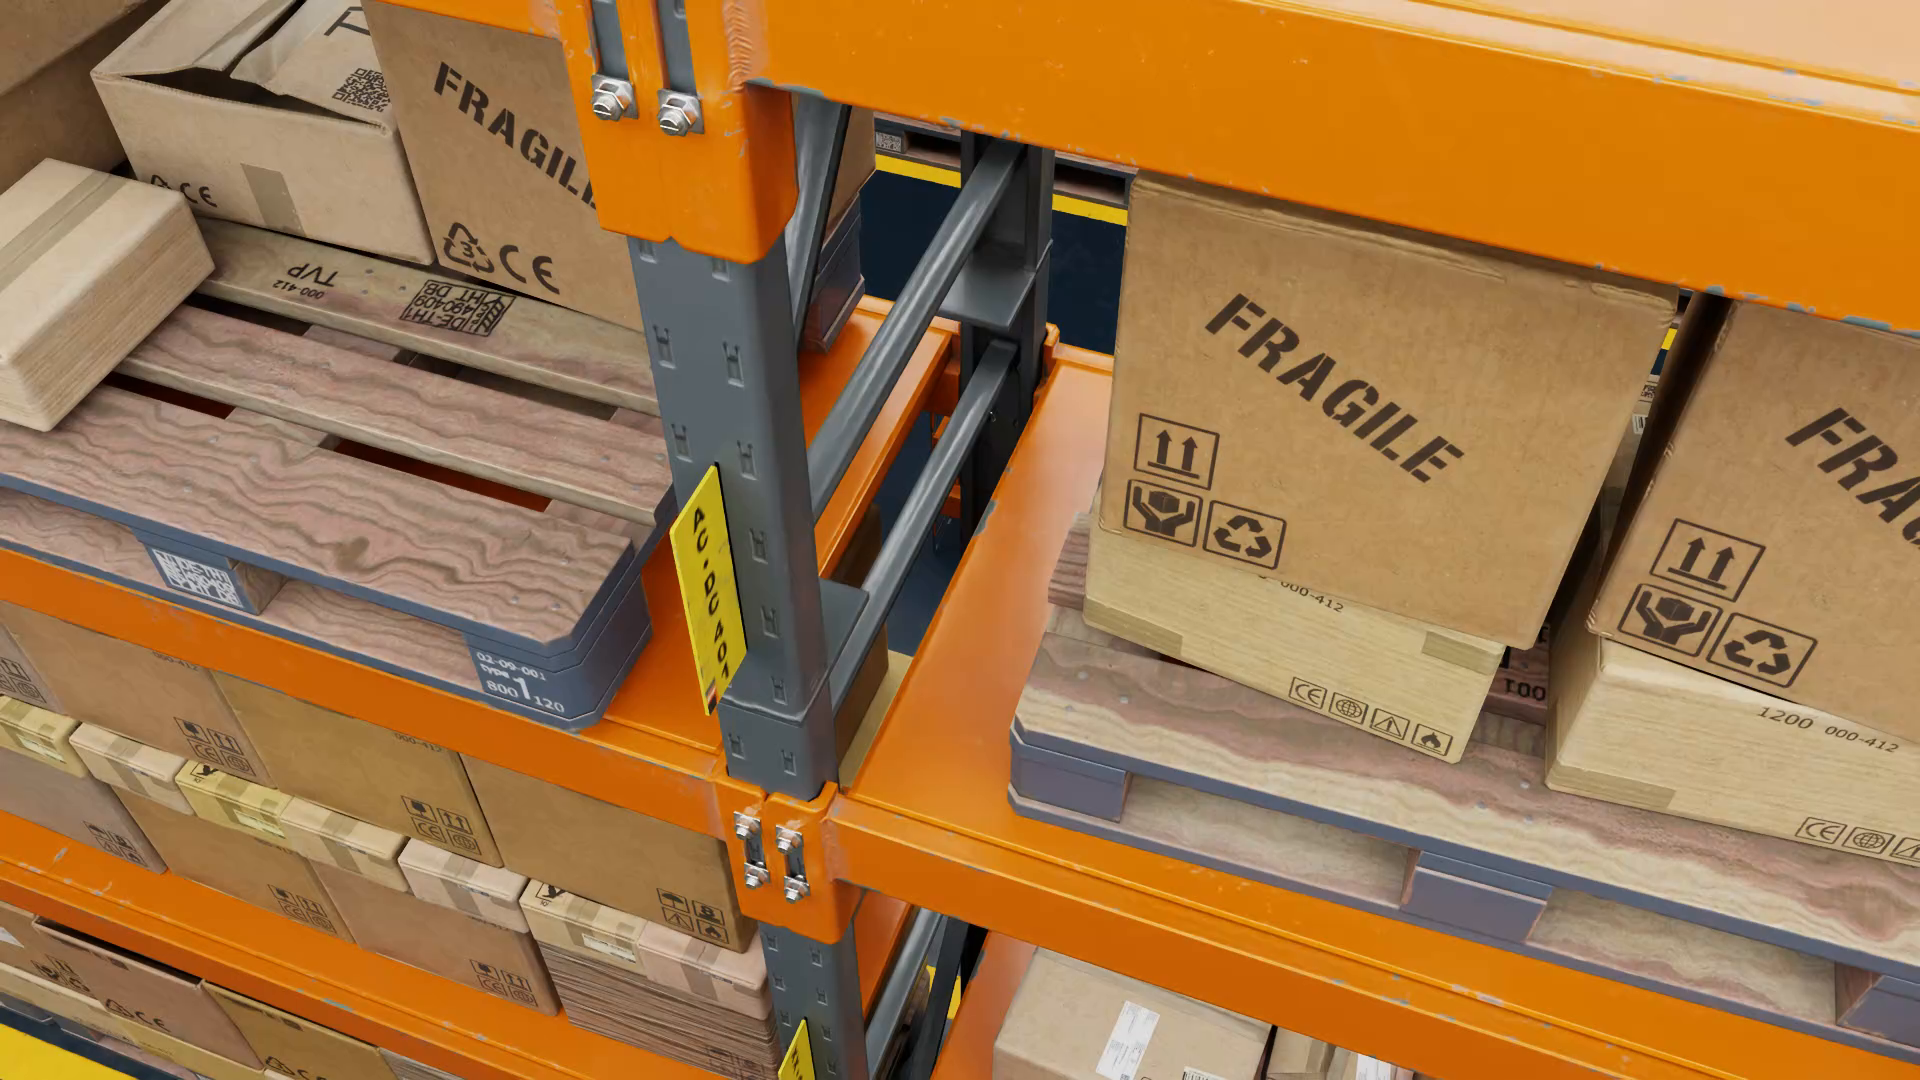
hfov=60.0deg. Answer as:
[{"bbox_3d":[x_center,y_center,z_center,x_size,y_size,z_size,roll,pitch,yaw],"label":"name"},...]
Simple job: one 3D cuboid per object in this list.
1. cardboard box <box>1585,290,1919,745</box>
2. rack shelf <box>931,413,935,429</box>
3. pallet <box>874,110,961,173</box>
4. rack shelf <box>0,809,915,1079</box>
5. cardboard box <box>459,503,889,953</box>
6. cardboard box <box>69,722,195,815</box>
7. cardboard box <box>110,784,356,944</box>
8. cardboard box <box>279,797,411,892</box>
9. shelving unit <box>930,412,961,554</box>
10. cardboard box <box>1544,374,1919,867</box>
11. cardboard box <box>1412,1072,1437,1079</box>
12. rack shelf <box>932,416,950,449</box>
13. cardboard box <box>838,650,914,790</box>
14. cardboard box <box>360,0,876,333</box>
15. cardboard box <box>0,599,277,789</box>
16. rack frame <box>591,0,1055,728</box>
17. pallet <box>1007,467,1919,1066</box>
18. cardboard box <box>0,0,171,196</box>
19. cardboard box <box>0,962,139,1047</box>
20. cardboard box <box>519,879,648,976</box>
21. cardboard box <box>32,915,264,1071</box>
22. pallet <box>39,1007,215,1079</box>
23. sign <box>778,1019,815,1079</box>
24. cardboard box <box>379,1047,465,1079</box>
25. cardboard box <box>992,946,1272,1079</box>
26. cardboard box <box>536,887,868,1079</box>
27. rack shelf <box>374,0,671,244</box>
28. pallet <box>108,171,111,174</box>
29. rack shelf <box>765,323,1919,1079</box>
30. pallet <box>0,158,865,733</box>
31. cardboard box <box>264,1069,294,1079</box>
[{"bbox_3d":[1.024,-0.148,1.733,0.500,0.500,0.500,20,52,17],"label":"cardboard box"},{"bbox_3d":[0.050,-0.509,5.635,0.240,0.259,0.215,16,51,13],"label":"rack shelf"},{"bbox_3d":[-0.161,-2.222,8.036,1.213,0.211,1.003,16,51,13],"label":"pallet"},{"bbox_3d":[-1.959,0.559,4.257,4.000,0.370,1.077,16,51,13],"label":"rack shelf"},{"bbox_3d":[-0.502,0.277,3.100,0.500,0.500,0.700,16,51,13],"label":"cardboard box"},{"bbox_3d":[-1.603,0.349,3.468,0.250,0.149,0.380,17,51,14],"label":"cardboard box"},{"bbox_3d":[-1.468,0.435,3.822,0.500,0.500,0.700,16,51,14],"label":"cardboard box"},{"bbox_3d":[-1.137,0.481,3.353,0.250,0.149,0.380,15,51,13],"label":"cardboard box"},{"bbox_3d":[0.050,-0.330,5.841,0.252,1.050,0.215,16,51,13],"label":"shelving unit"},{"bbox_3d":[1.008,0.086,2.027,0.500,0.250,0.500,11,50,10],"label":"cardboard box"},{"bbox_3d":[1.126,1.165,3.190,0.500,0.500,0.500,19,52,16],"label":"cardboard box"},{"bbox_3d":[0.050,-0.323,5.849,0.240,0.259,0.215,16,51,13],"label":"rack shelf"},{"bbox_3d":[-0.268,0.394,3.428,0.250,0.149,0.380,16,51,13],"label":"cardboard box"},{"bbox_3d":[-0.464,-0.671,2.425,0.500,0.500,0.500,19,52,16],"label":"cardboard box"},{"bbox_3d":[-1.446,0.014,3.328,0.500,0.500,0.700,16,51,13],"label":"cardboard box"},{"bbox_3d":[-0.083,-1.118,1.264,0.127,3.000,1.000,16,51,13],"label":"rack frame"},{"bbox_3d":[0.749,0.149,2.278,1.217,0.209,0.805,14,50,12],"label":"pallet"},{"bbox_3d":[-1.584,-0.874,2.598,0.637,0.503,0.797,21,52,17],"label":"cardboard box"},{"bbox_3d":[-2.470,1.120,4.836,0.500,0.250,0.500,16,51,13],"label":"cardboard box"},{"bbox_3d":[-0.644,0.616,3.236,0.250,0.149,0.380,15,51,12],"label":"cardboard box"},{"bbox_3d":[-2.003,1.009,4.436,0.500,0.500,0.500,16,51,13],"label":"cardboard box"},{"bbox_3d":[-1.963,1.204,5.067,1.213,0.211,1.003,16,51,13],"label":"pallet"},{"bbox_3d":[-0.274,0.931,2.833,0.005,0.325,0.100,16,51,13],"label":"sign"},{"bbox_3d":[-1.059,1.258,4.220,0.500,0.500,0.500,16,51,13],"label":"cardboard box"},{"bbox_3d":[0.394,0.994,3.503,0.500,0.250,0.500,19,52,15],"label":"cardboard box"},{"bbox_3d":[-0.502,0.702,3.590,0.500,0.500,0.700,14,51,12],"label":"cardboard box"},{"bbox_3d":[-1.959,-1.275,2.141,4.000,0.370,1.077,16,51,13],"label":"rack shelf"},{"bbox_3d":[-2.033,-0.632,2.887,1.213,0.211,1.003,16,51,13],"label":"pallet"},{"bbox_3d":[1.793,0.624,2.216,4.000,0.370,1.077,16,51,13],"label":"rack shelf"},{"bbox_3d":[-0.892,-0.312,2.609,1.213,0.211,1.003,16,51,13],"label":"pallet"},{"bbox_3d":[-1.534,1.385,4.607,0.500,0.250,0.500,16,51,13],"label":"cardboard box"}]
